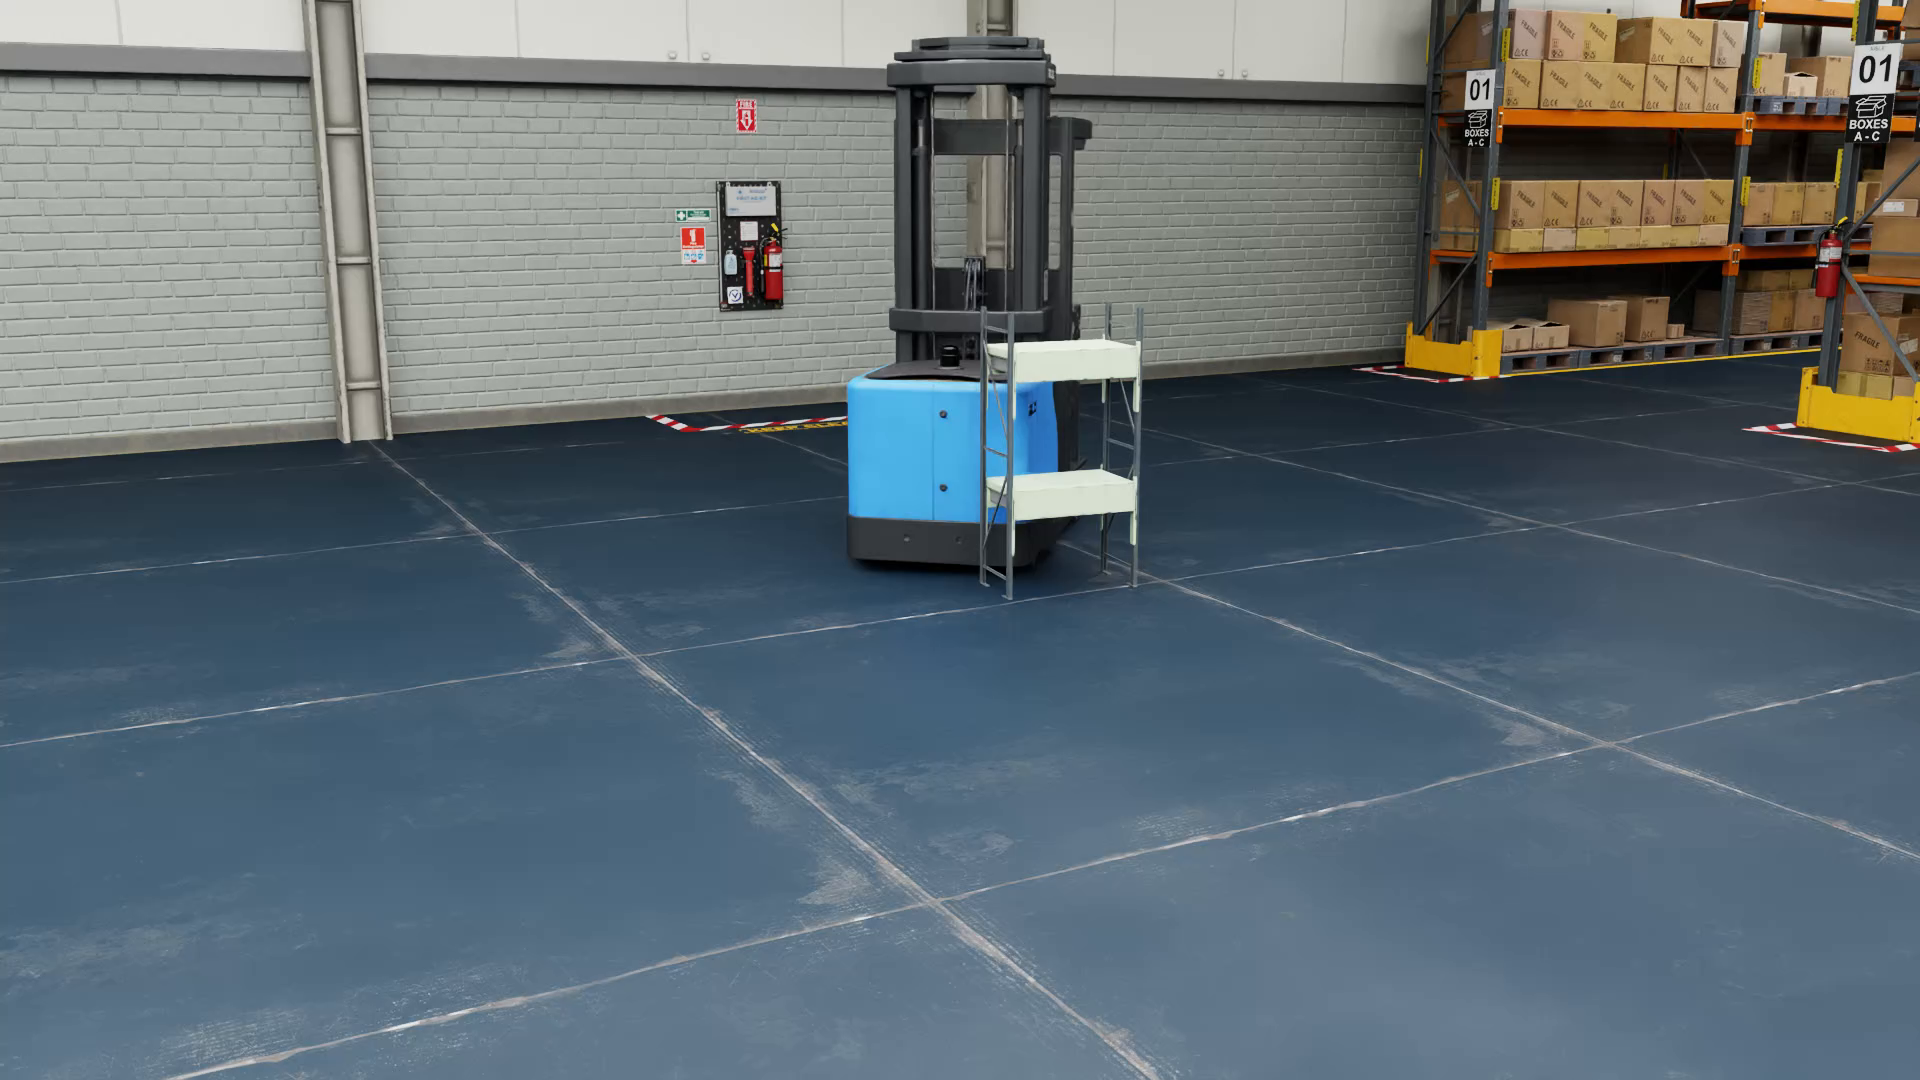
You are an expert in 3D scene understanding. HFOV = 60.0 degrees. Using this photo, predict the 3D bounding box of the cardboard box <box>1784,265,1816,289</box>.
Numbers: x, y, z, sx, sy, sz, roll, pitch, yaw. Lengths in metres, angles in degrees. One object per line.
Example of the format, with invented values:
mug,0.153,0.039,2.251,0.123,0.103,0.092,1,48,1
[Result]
cardboard box,10.812,-3.344,21.121,0.500,0.250,0.500,-7,14,-28

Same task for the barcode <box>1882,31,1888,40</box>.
barcode,7.787,-4.248,13.997,0.075,0.075,0.001,-7,14,-28

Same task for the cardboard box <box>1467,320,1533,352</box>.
cardboard box,6.027,-2.289,18.570,0.500,0.311,0.500,-9,15,-34

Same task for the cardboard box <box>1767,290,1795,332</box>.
cardboard box,9.955,-2.891,20.815,0.500,0.500,0.700,-7,15,-29

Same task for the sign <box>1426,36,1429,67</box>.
sign,5.128,-5.335,18.135,0.005,0.325,0.100,-7,14,-28

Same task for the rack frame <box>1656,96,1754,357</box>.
rack frame,8.887,-3.751,19.946,0.127,3.000,1.000,-7,14,-28

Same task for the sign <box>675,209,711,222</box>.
sign,-2.404,-2.923,14.979,0.331,0.109,0.001,-7,14,-28

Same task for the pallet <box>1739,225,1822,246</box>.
pallet,9.628,-3.710,20.200,1.213,0.211,1.003,-7,14,-28

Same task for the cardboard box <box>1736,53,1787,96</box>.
cardboard box,9.406,-5.511,19.747,0.500,0.500,0.500,-5,13,-20

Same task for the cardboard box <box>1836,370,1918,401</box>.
cardboard box,8.082,-1.353,14.596,0.500,0.250,0.500,-7,14,-28

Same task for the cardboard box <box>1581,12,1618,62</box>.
cardboard box,6.740,-5.433,18.037,0.500,0.500,0.500,-6,14,-26

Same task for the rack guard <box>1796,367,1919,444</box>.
rack guard,7.732,-1.154,14.099,0.348,0.500,1.175,-7,14,-28

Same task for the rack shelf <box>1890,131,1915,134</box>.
rack shelf,14.154,-5.495,22.501,4.000,0.370,1.077,-7,14,-28

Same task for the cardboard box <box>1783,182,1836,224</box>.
cardboard box,10.407,-4.194,20.685,0.500,0.500,0.700,-5,14,-20

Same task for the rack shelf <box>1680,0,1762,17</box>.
rack shelf,7.132,-6.115,18.432,4.000,0.370,1.077,-7,14,-28

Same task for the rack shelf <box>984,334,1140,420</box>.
rack shelf,0.531,-0.866,8.764,0.720,0.370,0.431,-5,14,-21

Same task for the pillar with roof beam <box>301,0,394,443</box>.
pillar with roof beam,-2.894,-4.406,9.190,0.400,9.000,9.100,-7,14,-28

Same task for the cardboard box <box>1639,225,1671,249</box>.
cardboard box,7.741,-3.473,19.005,0.500,0.250,0.500,-7,14,-28

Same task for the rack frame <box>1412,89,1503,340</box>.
rack frame,5.376,-3.331,18.076,0.127,3.000,1.000,-7,14,-28

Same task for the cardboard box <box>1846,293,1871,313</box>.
cardboard box,11.283,-3.050,21.520,0.500,0.500,0.700,-7,14,-28

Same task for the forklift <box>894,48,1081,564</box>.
forklift,9.352,-0.102,4.033,21.916,2.867,9.217,3,13,13

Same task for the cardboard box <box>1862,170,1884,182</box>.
cardboard box,11.835,-4.673,21.336,0.250,0.149,0.380,-10,16,-37

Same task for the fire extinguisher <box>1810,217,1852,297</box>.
fire extinguisher,7.427,-2.416,14.187,0.183,0.674,0.296,-7,14,-28

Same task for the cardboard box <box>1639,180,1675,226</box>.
cardboard box,7.738,-3.840,18.928,0.500,0.500,0.500,-7,15,-29

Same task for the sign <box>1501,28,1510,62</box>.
sign,5.636,-5.116,17.187,0.005,0.325,0.100,-7,14,-28

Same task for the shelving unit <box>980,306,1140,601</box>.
shelving unit,0.528,-0.485,8.849,0.748,1.500,0.431,-5,14,-21

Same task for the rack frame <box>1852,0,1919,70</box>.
rack frame,7.753,-5.303,13.178,0.127,3.000,1.000,-7,14,-28

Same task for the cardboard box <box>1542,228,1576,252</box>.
cardboard box,6.406,-3.315,18.302,0.500,0.250,0.500,-7,15,-30

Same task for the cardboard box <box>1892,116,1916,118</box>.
cardboard box,11.896,-5.474,20.927,0.500,0.311,0.500,-7,14,-28

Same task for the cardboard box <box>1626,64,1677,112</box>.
cardboard box,7.644,-5.056,18.639,0.500,0.500,0.500,-7,15,-30

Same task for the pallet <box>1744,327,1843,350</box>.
pallet,10.642,-2.602,21.192,1.213,0.211,1.003,-7,14,-28

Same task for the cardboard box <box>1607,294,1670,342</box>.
cardboard box,7.995,-2.630,19.653,0.500,0.500,0.500,-8,15,-32

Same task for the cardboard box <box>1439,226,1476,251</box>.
cardboard box,5.694,-3.354,18.475,0.500,0.250,0.500,-7,14,-27

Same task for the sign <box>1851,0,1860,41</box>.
sign,7.505,-4.339,13.890,0.005,0.325,0.100,-7,14,-28

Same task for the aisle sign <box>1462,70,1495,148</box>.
aisle sign,5.457,-4.533,17.500,0.004,0.787,0.394,-7,14,-28

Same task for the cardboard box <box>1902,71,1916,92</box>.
cardboard box,12.788,-5.960,21.699,0.500,0.500,0.700,-8,15,-32

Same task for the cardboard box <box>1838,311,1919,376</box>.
cardboard box,8.081,-1.719,14.515,0.500,0.500,0.500,-7,14,-28

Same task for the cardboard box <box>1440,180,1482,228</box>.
cardboard box,5.688,-3.724,18.411,0.500,0.500,0.500,-7,14,-28

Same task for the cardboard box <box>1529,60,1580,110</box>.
cardboard box,6.278,-4.889,17.897,0.500,0.500,0.500,-6,14,-24

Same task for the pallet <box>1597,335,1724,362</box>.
pallet,8.315,-2.313,19.908,1.213,0.211,1.003,-7,14,-28

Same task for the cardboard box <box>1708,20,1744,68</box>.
cardboard box,8.578,-5.656,19.028,0.500,0.500,0.500,-8,15,-33

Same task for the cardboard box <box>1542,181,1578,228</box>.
cardboard box,6.378,-3.675,18.197,0.500,0.500,0.500,-7,14,-28
